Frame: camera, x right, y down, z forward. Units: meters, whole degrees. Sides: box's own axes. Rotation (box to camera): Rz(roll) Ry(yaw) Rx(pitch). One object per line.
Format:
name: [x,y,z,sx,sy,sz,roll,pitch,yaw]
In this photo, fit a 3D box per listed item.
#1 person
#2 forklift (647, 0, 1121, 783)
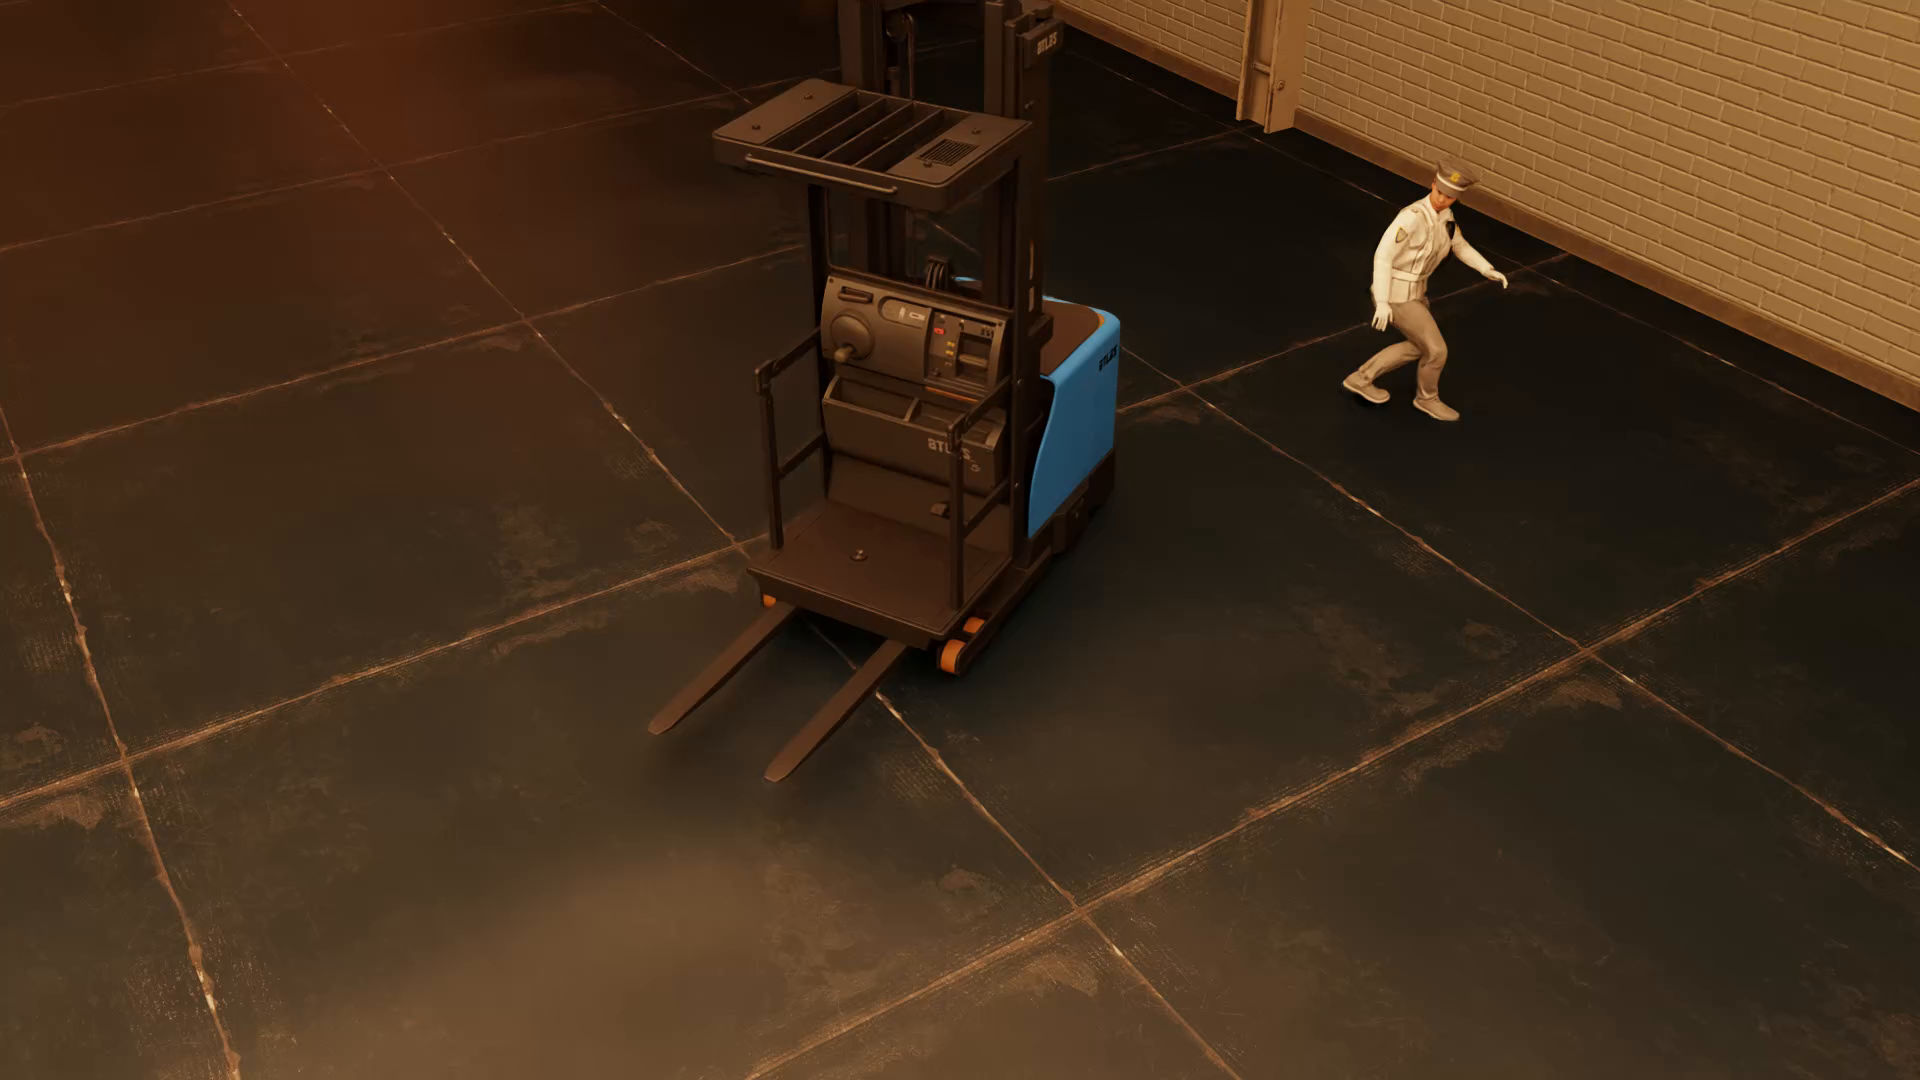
person: [2.597,-1.327,9.257,0.787,1.556,0.801,17,39,23]
forklift: [-0.320,-0.867,7.382,1.130,2.935,3.031,18,39,23]
